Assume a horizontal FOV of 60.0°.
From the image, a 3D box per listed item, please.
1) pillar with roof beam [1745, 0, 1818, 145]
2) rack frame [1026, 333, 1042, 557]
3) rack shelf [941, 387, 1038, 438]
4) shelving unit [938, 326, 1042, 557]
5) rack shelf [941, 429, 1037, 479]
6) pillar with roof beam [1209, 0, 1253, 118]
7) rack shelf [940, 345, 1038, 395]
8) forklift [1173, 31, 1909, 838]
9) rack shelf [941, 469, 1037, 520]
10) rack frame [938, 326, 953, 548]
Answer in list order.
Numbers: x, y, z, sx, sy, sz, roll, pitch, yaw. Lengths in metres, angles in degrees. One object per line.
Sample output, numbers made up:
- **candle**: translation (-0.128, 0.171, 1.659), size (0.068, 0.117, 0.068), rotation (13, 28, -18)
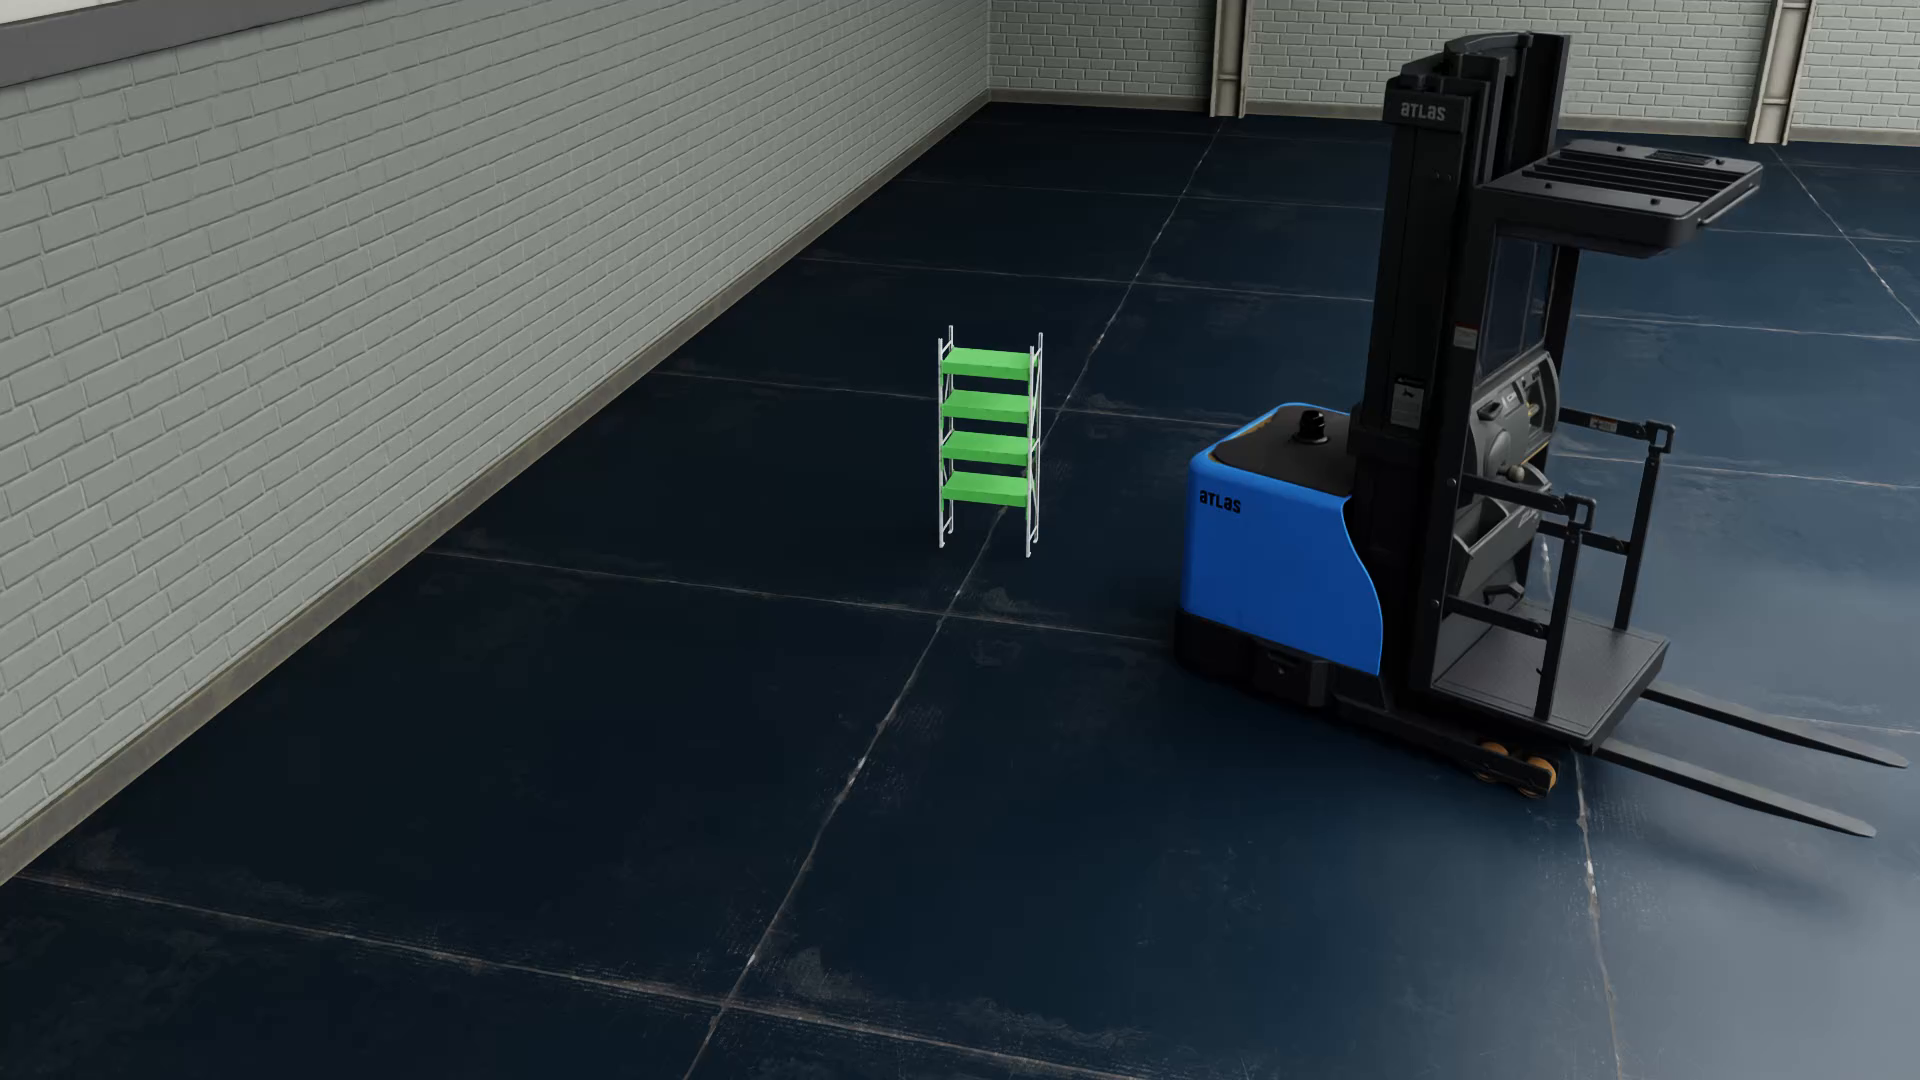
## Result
- **pillar with roof beam**: translation (7.950, -6.736, 12.931), size (0.400, 9.000, 9.100), rotation (6, 26, 13)
- **rack frame**: translation (0.397, -0.498, 8.900), size (0.015, 1.200, 0.240), rotation (6, 26, 13)
- **rack shelf**: translation (0.160, -0.683, 8.879), size (0.480, 0.148, 0.258), rotation (6, 26, 13)
- **shelving unit**: translation (0.160, -0.524, 8.955), size (0.503, 1.200, 0.258), rotation (6, 26, 13)
- **rack shelf**: translation (0.160, -0.466, 8.982), size (0.480, 0.148, 0.258), rotation (6, 26, 13)
- **pillar with roof beam**: translation (2.140, -7.379, 14.280), size (0.400, 9.000, 9.100), rotation (6, 26, 13)
- **rack shelf**: translation (0.160, -0.900, 8.776), size (0.480, 0.148, 0.258), rotation (6, 26, 13)
- **forklift**: translation (2.497, -0.500, 6.891), size (3.031, 2.935, 1.130), rotation (19, 31, 34)
- **rack shelf**: translation (0.160, -0.250, 9.085), size (0.480, 0.148, 0.258), rotation (6, 26, 13)
- **rack frame**: translation (-0.076, -0.550, 9.010), size (0.015, 1.200, 0.240), rotation (6, 26, 13)
